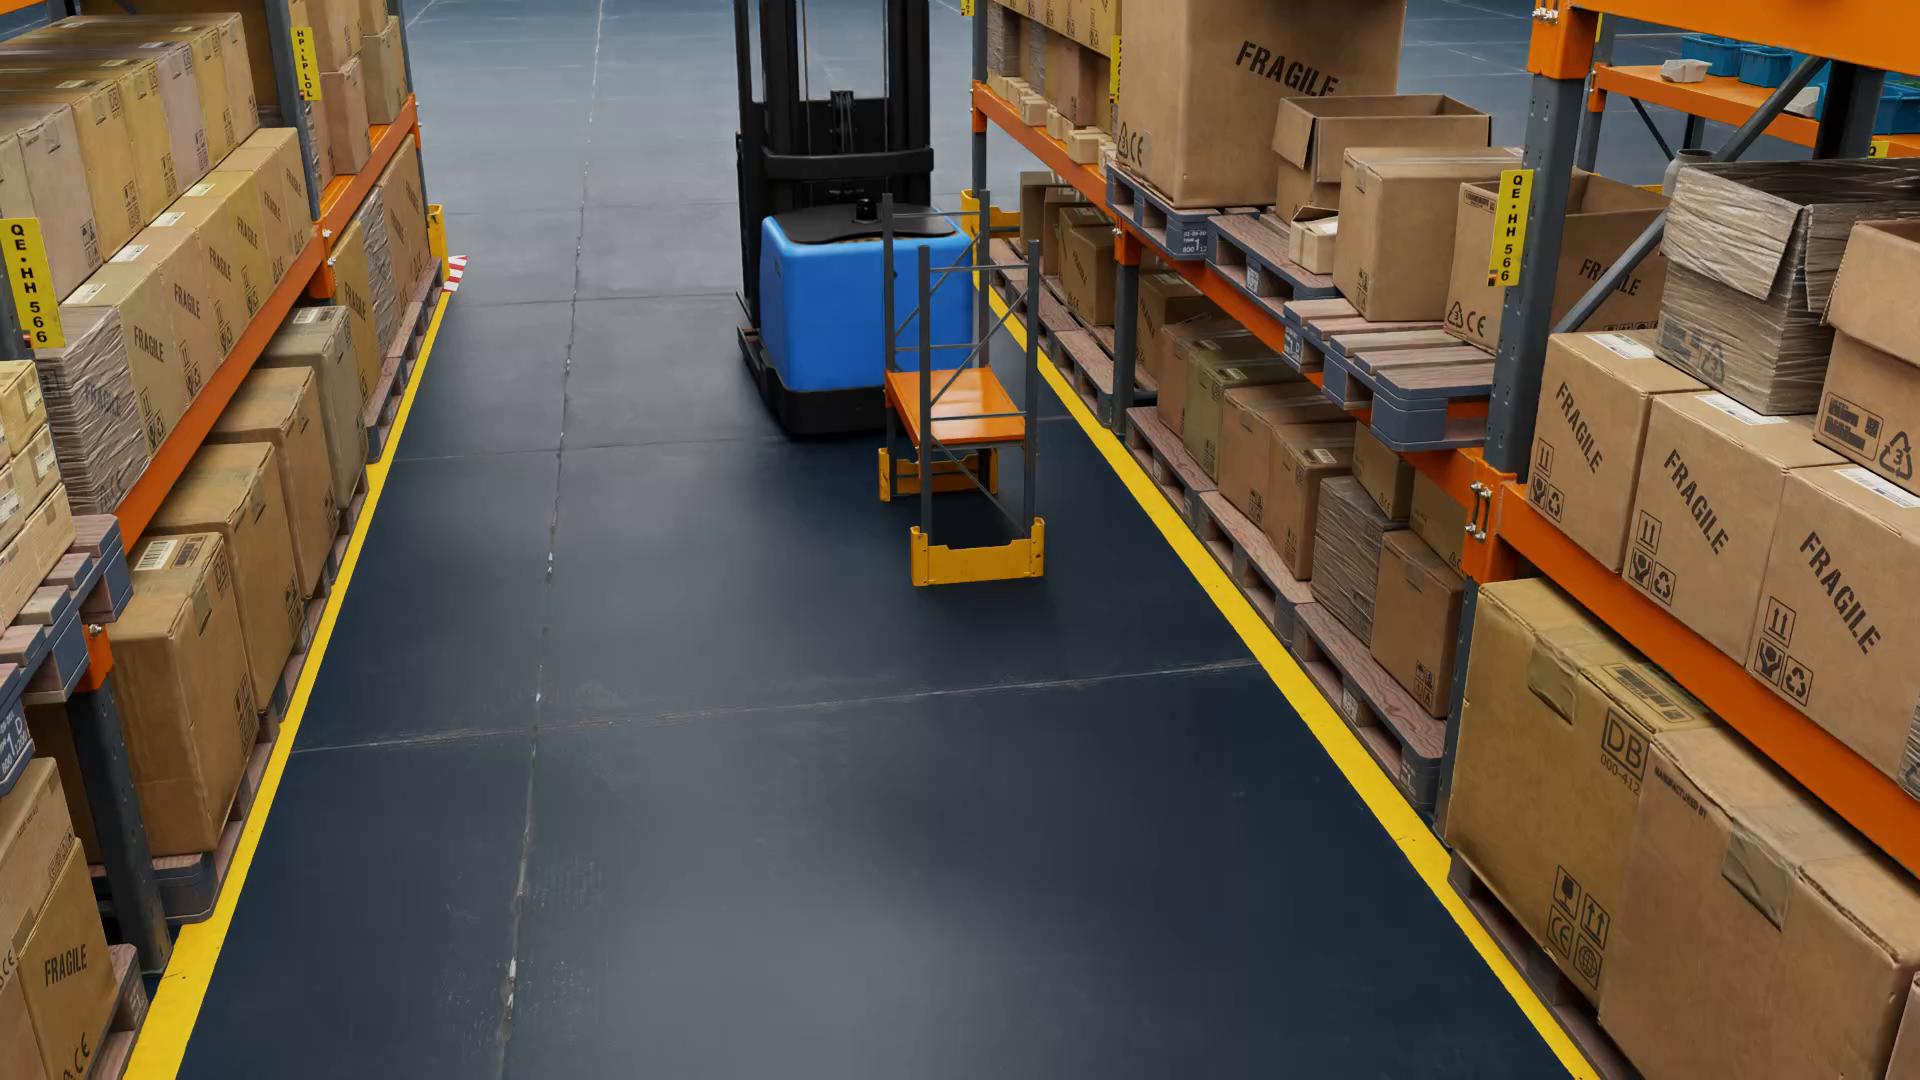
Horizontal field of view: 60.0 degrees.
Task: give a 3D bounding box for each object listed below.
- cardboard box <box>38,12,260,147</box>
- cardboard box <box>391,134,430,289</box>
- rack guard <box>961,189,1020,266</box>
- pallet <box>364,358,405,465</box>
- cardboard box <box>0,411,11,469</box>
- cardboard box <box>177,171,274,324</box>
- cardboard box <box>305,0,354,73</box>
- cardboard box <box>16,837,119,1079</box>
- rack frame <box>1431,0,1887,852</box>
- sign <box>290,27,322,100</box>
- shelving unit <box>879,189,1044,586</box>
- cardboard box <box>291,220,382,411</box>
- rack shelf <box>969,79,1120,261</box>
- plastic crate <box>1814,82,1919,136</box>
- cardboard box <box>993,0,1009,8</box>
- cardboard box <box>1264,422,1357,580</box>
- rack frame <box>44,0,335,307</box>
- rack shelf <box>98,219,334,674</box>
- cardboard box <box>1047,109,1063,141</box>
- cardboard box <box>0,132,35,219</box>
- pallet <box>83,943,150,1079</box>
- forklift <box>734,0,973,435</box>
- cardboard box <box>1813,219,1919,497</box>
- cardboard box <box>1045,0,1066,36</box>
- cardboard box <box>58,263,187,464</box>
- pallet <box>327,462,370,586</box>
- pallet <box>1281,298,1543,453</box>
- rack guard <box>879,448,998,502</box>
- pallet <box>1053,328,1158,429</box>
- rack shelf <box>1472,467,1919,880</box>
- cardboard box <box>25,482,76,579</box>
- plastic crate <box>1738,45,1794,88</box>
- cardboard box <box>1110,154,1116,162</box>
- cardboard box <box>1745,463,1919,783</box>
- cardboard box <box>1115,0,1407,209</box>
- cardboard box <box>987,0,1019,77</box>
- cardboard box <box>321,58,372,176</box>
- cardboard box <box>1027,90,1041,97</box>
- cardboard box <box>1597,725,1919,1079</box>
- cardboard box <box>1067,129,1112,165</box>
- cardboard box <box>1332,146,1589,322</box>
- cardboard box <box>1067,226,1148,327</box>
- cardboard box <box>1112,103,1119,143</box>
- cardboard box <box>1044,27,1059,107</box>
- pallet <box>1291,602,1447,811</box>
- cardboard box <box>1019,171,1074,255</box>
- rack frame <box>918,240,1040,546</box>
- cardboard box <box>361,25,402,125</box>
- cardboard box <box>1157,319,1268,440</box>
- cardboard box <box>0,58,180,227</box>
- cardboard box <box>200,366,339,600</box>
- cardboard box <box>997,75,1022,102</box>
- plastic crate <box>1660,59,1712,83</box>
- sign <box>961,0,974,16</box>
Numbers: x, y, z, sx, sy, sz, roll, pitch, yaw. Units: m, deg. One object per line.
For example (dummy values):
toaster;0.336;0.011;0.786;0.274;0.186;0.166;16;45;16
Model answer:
cardboard box;-3.464;-1.974;7.148;0.700;0.500;0.500;-5;24;-11
cardboard box;-4.111;-2.195;11.158;0.875;0.875;0.875;-4;24;-9
rack guard;0.606;-2.390;12.598;1.175;0.500;0.348;-4;24;-10
pallet;-3.625;-0.692;9.070;1.003;0.211;1.213;-4;24;-10
cardboard box;-2.237;-0.184;3.469;0.380;0.149;0.250;-5;24;-10
cardboard box;-3.016;-1.128;6.459;0.500;0.500;0.500;-4;24;-9
cardboard box;-3.777;-2.806;8.891;0.875;0.550;0.550;-4;24;-10
cardboard box;-2.443;1.101;4.080;0.500;0.500;0.500;-4;24;-10
rack frame;2.071;-0.419;4.961;1.000;3.000;0.127;-4;24;-10
sign;-3.030;-2.203;7.699;0.100;0.325;0.005;-4;24;-10
shelving unit;-0.014;-0.717;7.518;0.587;1.500;1.083;-4;24;-10
cardboard box;-3.609;-1.136;8.734;0.875;0.875;0.875;-4;24;-9
rack shelf;0.962;-2.449;10.509;1.077;0.370;4.000;-4;24;-10
plastic crate;5.727;-2.706;10.383;0.499;0.251;0.616;-4;24;-10
cardboard box;0.511;-3.772;10.893;0.500;0.500;0.500;-4;24;-10
cardboard box;1.701;-0.177;6.980;0.700;0.500;0.500;-2;24;-5
rack frame;-3.562;-1.665;7.814;1.000;3.000;0.127;-4;24;-10
rack shelf;-3.192;-0.548;6.157;1.077;0.370;4.000;-4;24;-10
cardboard box;0.740;-2.531;10.111;0.380;0.149;0.250;-4;24;-10
cardboard box;-2.895;-0.773;4.398;0.700;0.500;0.500;-4;24;-10
pallet;-2.679;1.494;4.066;1.003;0.211;1.213;-4;24;-10
forklift;-0.772;-2.468;9.738;1.130;2.935;3.031;-6;24;-13
cardboard box;2.308;-0.379;3.492;0.797;0.503;0.637;-4;24;-9
cardboard box;0.792;-3.182;9.543;0.500;0.500;0.500;-4;24;-10
cardboard box;-2.737;-0.534;5.099;0.500;0.500;0.500;-5;24;-10
pallet;-3.345;-0.089;7.690;1.003;0.211;1.213;-4;24;-10
pallet;1.835;-0.603;5.623;1.213;0.211;1.003;-4;24;-10
rack guard;-0.106;-0.340;8.217;0.587;0.250;0.087;-4;24;-10
pallet;1.172;-0.976;9.721;1.003;0.211;1.213;-4;24;-10
rack shelf;2.441;0.698;3.304;1.077;0.370;4.000;-4;24;-10
cardboard box;-2.279;-0.009;3.812;0.380;0.149;0.250;-4;24;-9
plastic crate;5.960;-3.433;12.049;0.499;0.251;0.408;-4;24;-10
cardboard box;1.003;-1.940;8.758;0.380;0.149;0.250;-4;24;-10
cardboard box;2.089;0.151;3.532;0.500;0.500;0.500;-5;24;-11
cardboard box;1.341;-2.137;7.620;1.000;1.000;1.000;-4;24;-9
cardboard box;0.666;-3.529;11.586;0.875;0.500;0.500;-4;24;-10
cardboard box;-3.750;-2.314;9.112;0.875;0.550;0.550;-4;24;-10
cardboard box;0.648;-2.829;10.795;0.380;0.149;0.250;-4;24;-10
cardboard box;2.335;0.987;3.873;1.225;0.875;0.875;-4;24;-10
cardboard box;0.823;-2.232;9.426;0.380;0.149;0.250;-4;24;-10
cardboard box;1.730;-1.079;5.822;0.700;0.500;0.500;-1;24;-2
cardboard box;0.991;-1.662;10.407;0.500;0.500;0.500;-6;24;-14
cardboard box;1.309;-2.356;8.900;0.875;0.500;0.500;-4;24;-10
cardboard box;1.008;-2.944;10.247;0.875;0.500;0.500;-4;24;-10
pallet;1.928;0.552;6.223;1.003;0.211;1.213;-4;24;-10
cardboard box;0.691;-2.366;12.017;0.500;0.500;0.500;0;24;0
rack frame;0.078;-0.521;7.069;0.500;1.500;0.032;-4;24;-10
cardboard box;-4.065;-2.950;10.568;0.875;0.550;0.550;-4;24;-10
cardboard box;1.424;-0.805;8.419;0.700;0.500;0.500;-6;24;-14
cardboard box;-3.182;-1.374;5.775;0.700;0.500;0.500;-5;24;-10
cardboard box;-3.184;-0.209;6.767;1.050;0.750;0.750;-4;24;-10
cardboard box;0.469;-3.121;11.463;0.380;0.149;0.250;-4;24;-10
plastic crate;5.309;-3.435;12.198;0.298;0.136;0.250;-4;24;-10
sign;0.059;-3.922;11.901;0.100;0.325;0.005;-4;24;-10
